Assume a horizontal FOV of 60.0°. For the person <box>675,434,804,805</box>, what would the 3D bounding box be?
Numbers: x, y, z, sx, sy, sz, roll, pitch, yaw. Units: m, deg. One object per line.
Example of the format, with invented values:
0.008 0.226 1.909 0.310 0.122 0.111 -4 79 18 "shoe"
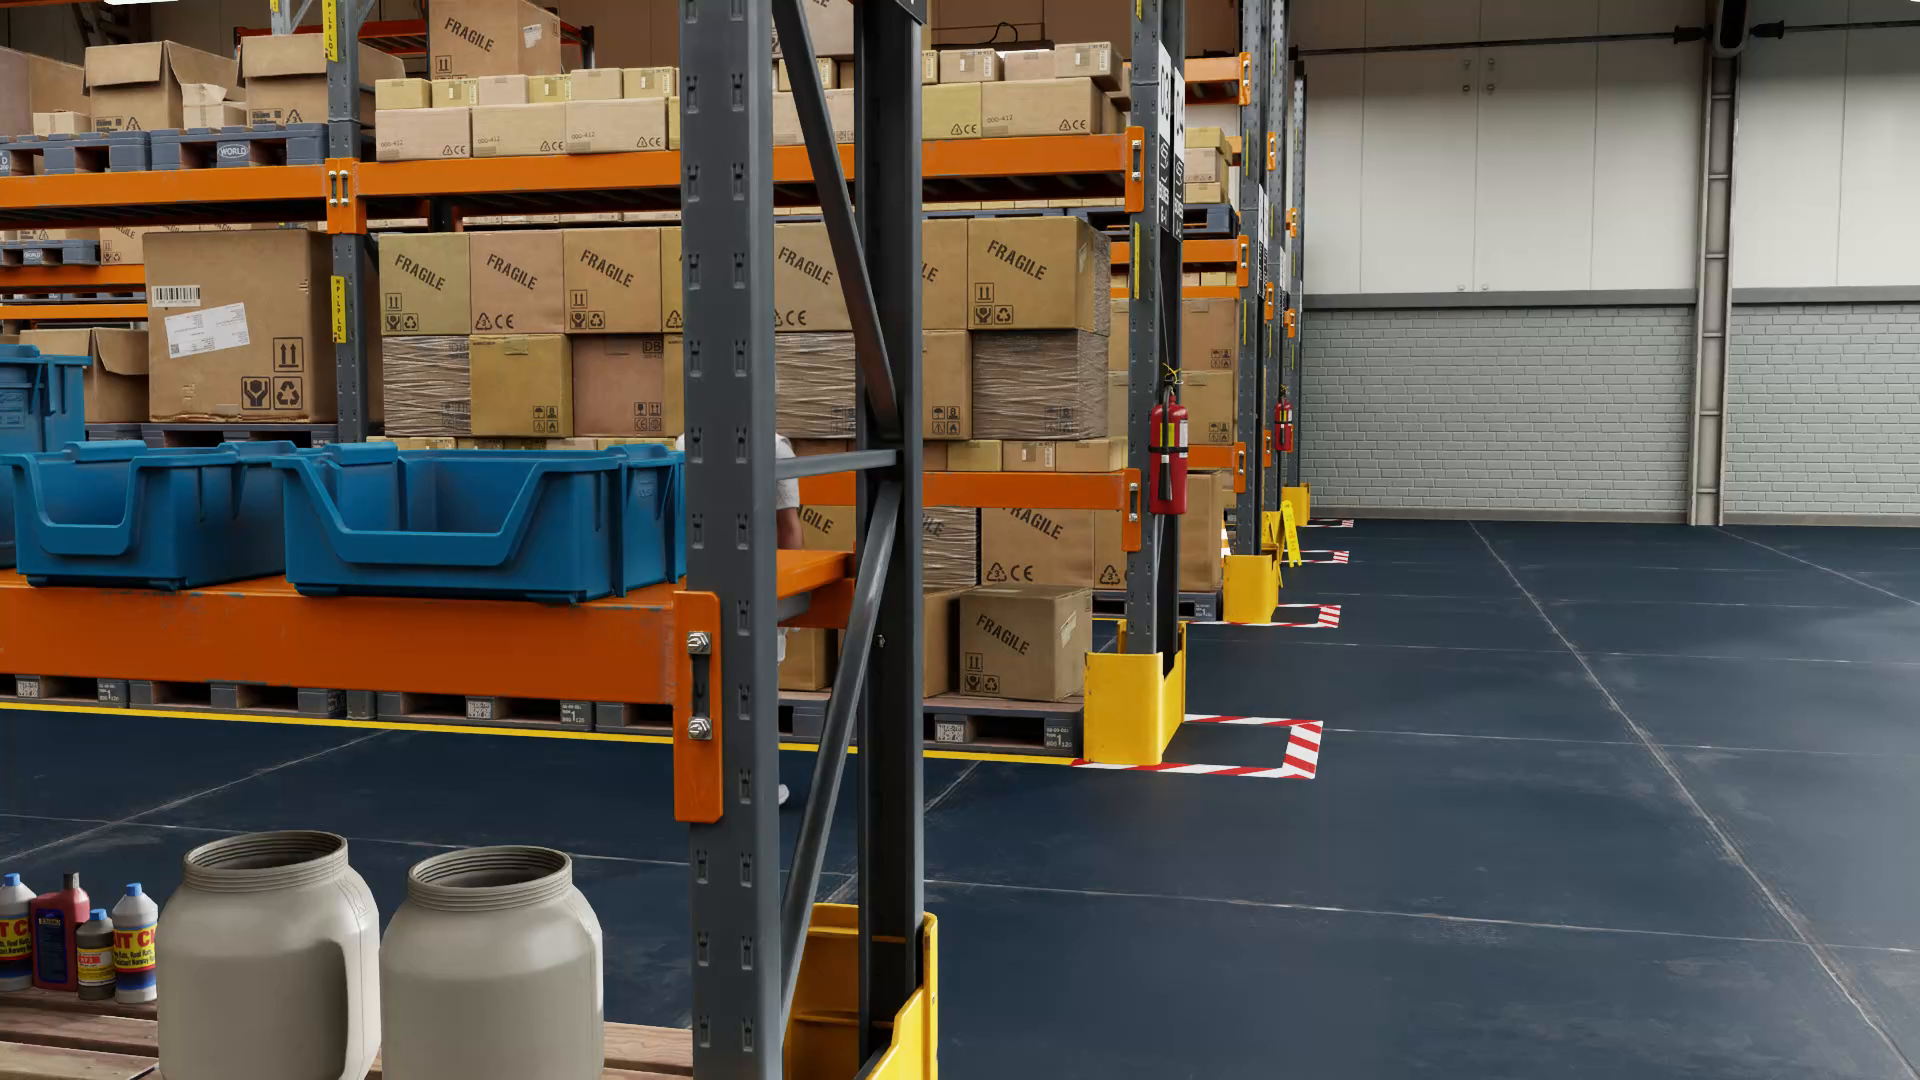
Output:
-0.843 0.167 6.617 0.586 1.792 0.470 2 5 25 "person"
